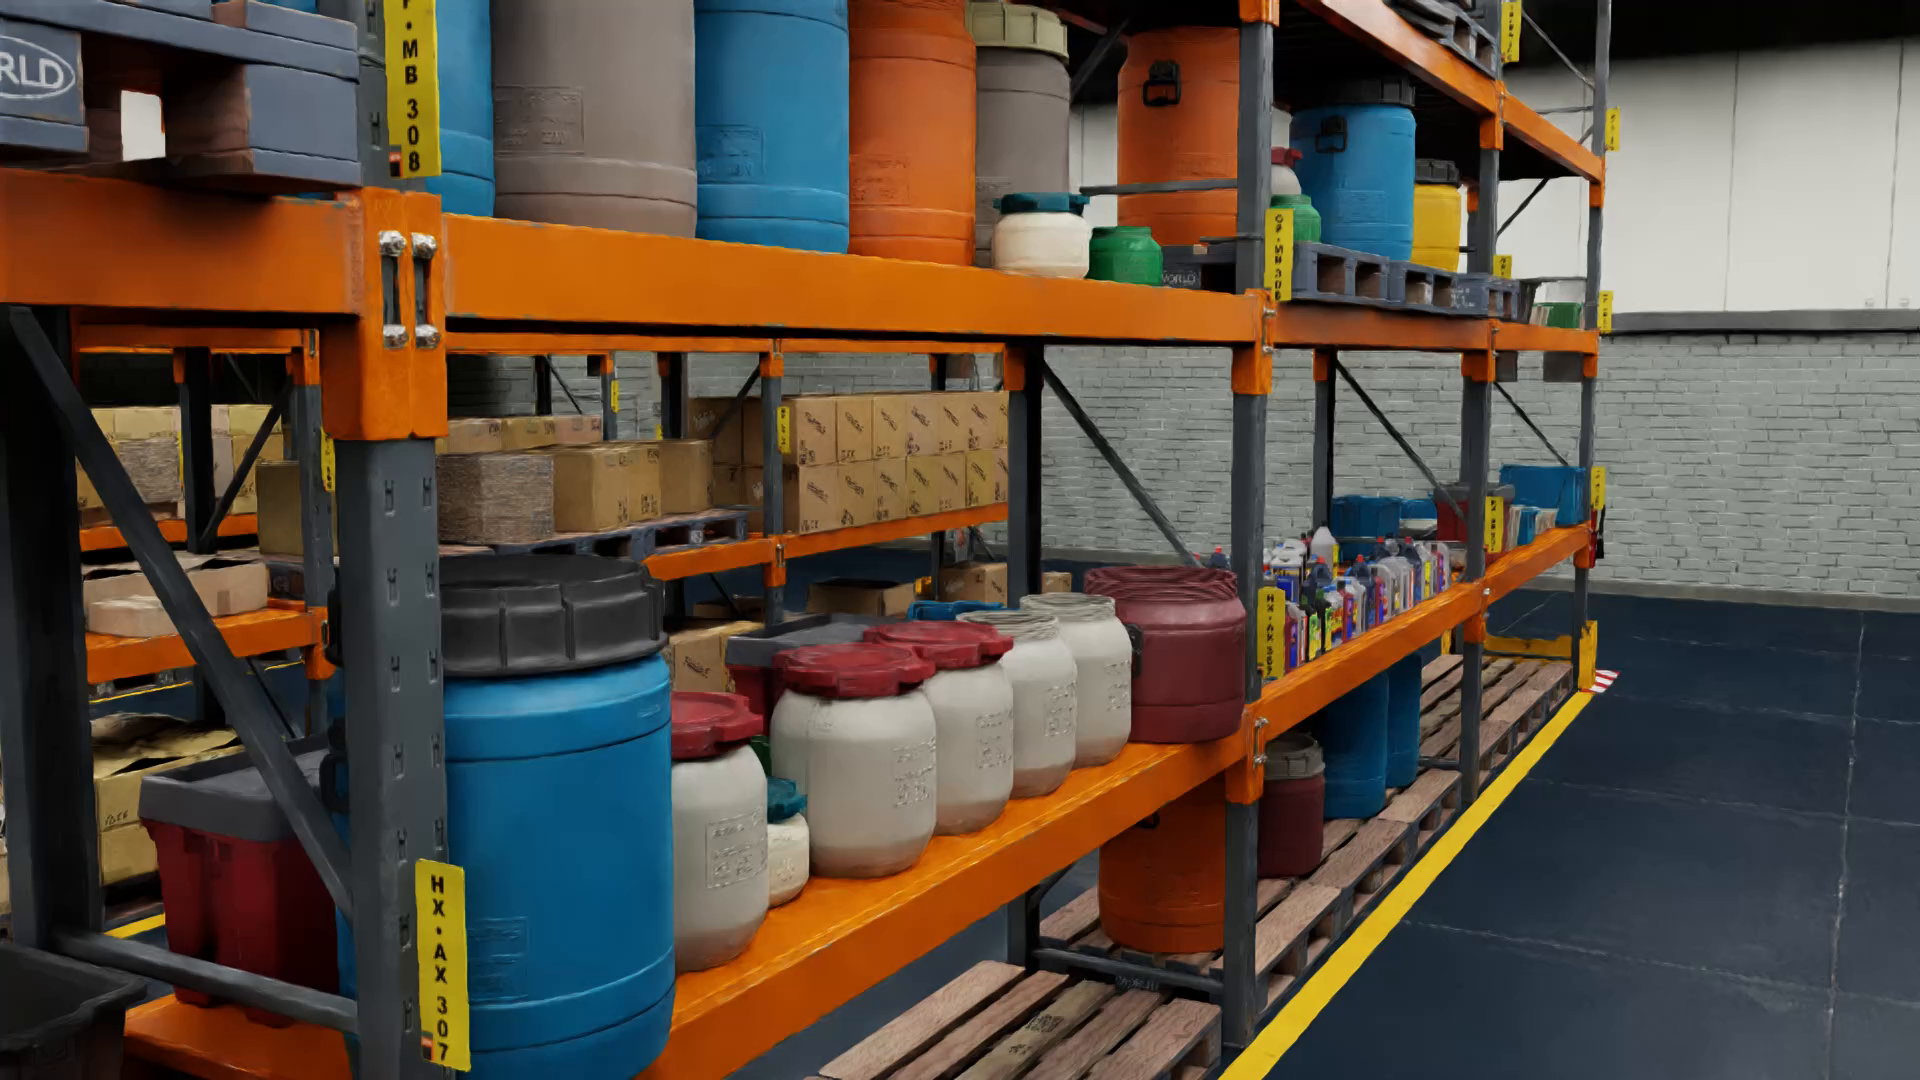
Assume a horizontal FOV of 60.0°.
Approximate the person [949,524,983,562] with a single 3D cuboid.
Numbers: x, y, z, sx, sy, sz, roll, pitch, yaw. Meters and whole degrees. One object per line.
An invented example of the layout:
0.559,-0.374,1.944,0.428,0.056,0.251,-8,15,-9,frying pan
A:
0.053,-0.084,17.114,0.336,1.605,0.468,1,6,13,person
